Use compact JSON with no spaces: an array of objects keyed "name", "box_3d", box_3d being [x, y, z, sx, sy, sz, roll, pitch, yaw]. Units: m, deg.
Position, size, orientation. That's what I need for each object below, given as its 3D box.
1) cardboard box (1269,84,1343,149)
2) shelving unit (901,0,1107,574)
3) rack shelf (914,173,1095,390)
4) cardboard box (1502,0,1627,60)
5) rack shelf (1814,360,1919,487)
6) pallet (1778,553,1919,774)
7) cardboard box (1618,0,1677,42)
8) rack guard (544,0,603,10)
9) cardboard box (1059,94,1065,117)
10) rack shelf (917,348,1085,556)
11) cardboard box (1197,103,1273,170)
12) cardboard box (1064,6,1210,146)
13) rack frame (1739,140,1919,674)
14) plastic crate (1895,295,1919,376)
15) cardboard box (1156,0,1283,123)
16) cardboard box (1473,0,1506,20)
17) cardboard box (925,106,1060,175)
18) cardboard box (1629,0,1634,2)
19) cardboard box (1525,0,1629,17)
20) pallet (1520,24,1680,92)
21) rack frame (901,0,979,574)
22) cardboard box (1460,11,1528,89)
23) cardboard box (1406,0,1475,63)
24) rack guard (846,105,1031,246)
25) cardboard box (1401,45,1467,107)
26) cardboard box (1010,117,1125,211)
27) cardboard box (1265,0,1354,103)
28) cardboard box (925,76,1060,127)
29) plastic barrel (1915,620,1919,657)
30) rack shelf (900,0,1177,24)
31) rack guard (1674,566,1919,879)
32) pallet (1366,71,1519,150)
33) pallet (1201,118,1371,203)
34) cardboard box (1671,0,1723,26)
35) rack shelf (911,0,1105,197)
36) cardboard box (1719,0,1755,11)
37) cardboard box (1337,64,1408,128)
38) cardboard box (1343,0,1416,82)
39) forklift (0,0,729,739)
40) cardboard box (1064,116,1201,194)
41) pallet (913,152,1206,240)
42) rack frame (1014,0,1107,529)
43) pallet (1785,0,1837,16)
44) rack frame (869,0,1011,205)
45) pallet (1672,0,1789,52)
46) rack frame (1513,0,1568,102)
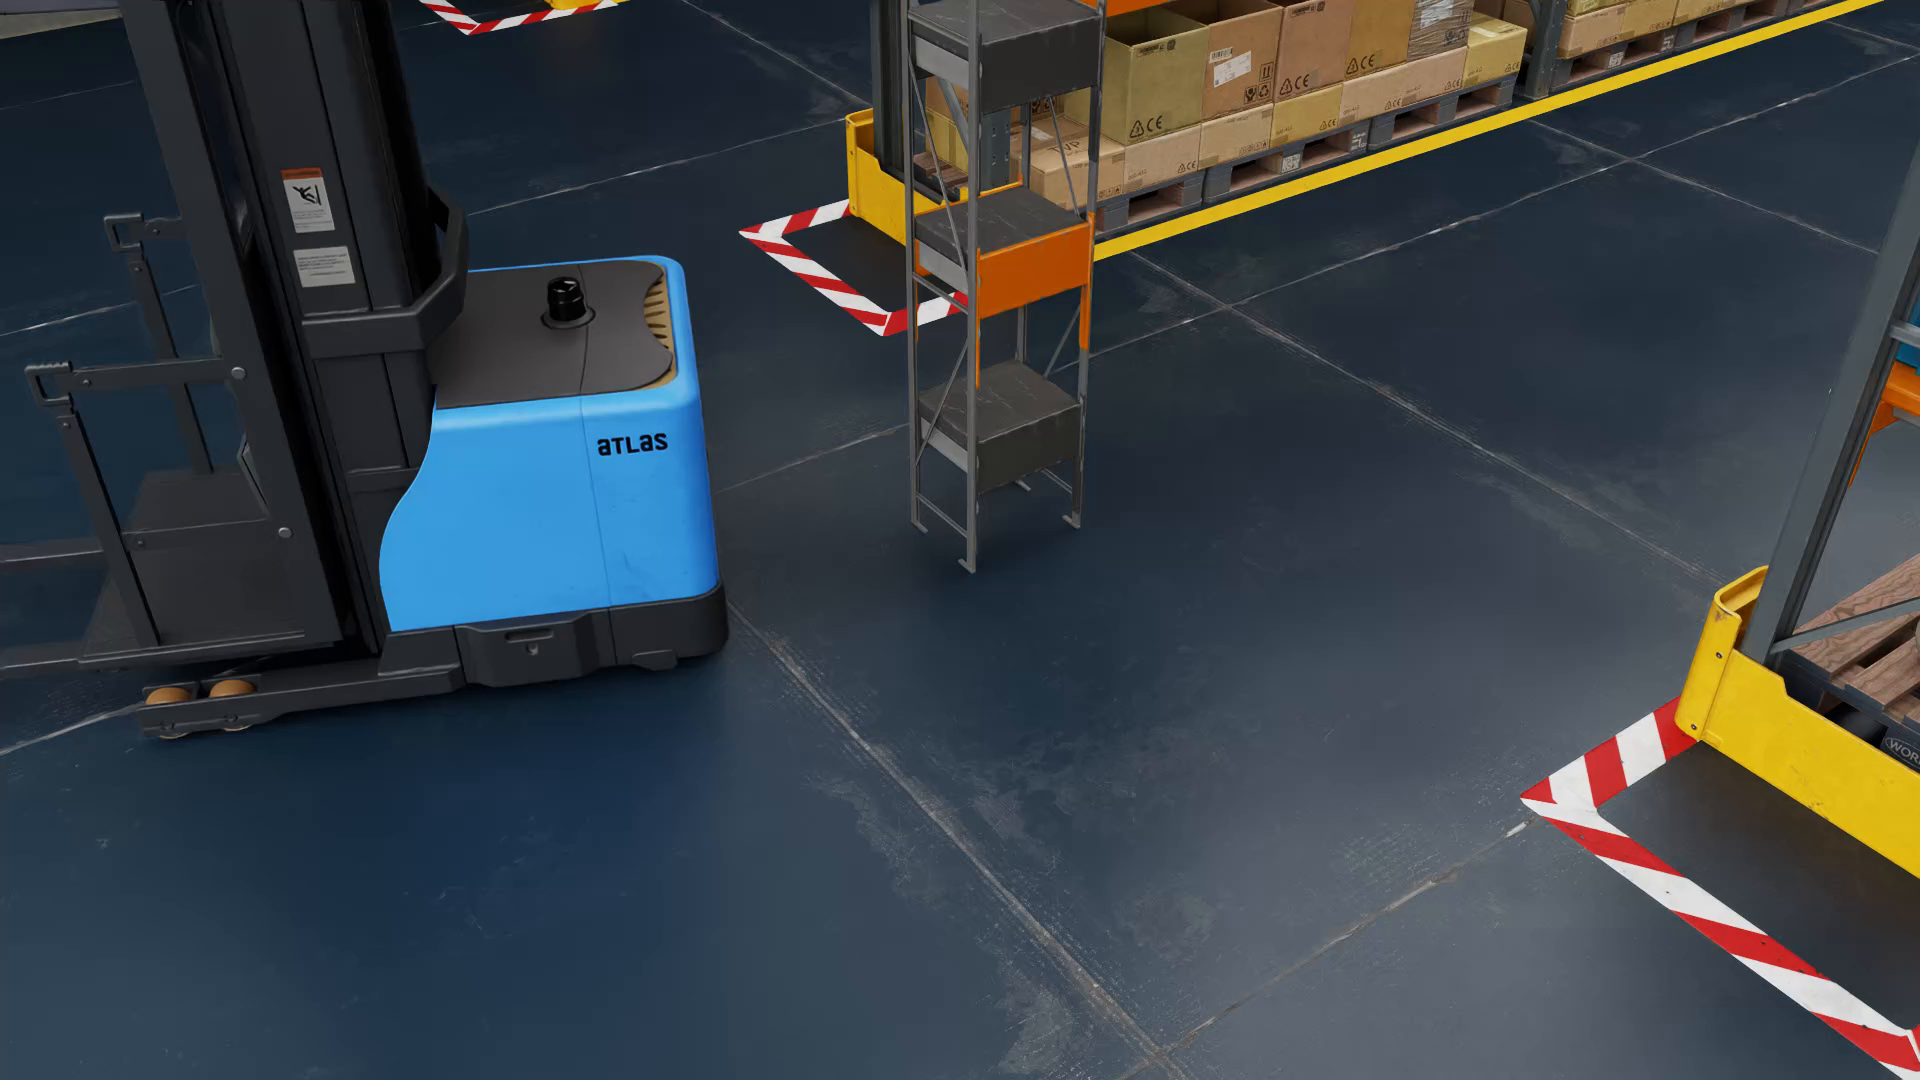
[{"name":"cardboard box","box_3d":[1.691,-2.359,8.956,0.500,0.250,0.500,-22,41,-28]},{"name":"shelving unit","box_3d":[0.135,-0.908,5.714,0.503,2.100,0.431,-22,41,-28]},{"name":"rack shelf","box_3d":[0.135,-0.897,5.722,0.480,0.518,0.431,-22,41,-28]},{"name":"cardboard box","box_3d":[3.639,-3.144,10.047,0.500,0.250,0.500,-23,42,-29]},{"name":"rack shelf","box_3d":[4.382,-0.742,5.329,4.000,0.370,1.077,-22,41,-28]},{"name":"pallet","box_3d":[3.450,0.452,5.441,1.213,0.211,1.003,-22,41,-28]},{"name":"cardboard box","box_3d":[4.058,-3.315,10.285,0.500,0.250,0.500,-21,41,-27]},{"name":"rack guard","box_3d":[-2.897,-4.100,11.523,0.348,0.500,1.175,-22,41,-28]},{"name":"cardboard box","box_3d":[0.567,-2.276,8.841,0.500,0.250,0.500,-22,41,-28]},{"name":"rack shelf","box_3d":[0.135,-0.329,6.131,0.480,0.518,0.431,-22,41,-28]},{"name":"cardboard box","box_3d":[1.279,-2.193,8.725,0.500,0.250,0.500,-22,41,-28]},{"name":"cardboard box","box_3d":[0.871,-2.329,8.272,0.500,0.500,0.500,-22,41,-28]},{"name":"rack frame","box_3d":[2.748,-0.361,4.183,0.127,3.000,1.000,-22,41,-28]},{"name":"plastic crate","box_3d":[2.984,-0.612,4.659,0.616,0.251,0.499,-22,41,-28]},{"name":"cardboard box","box_3d":[1.273,-2.503,8.514,0.500,0.500,0.500,-22,41,-28]},{"name":"cardboard box","box_3d":[3.339,-3.404,10.409,0.500,0.250,0.500,-23,42,-28]},{"name":"cardboard box","box_3d":[0.165,-2.102,8.599,0.500,0.250,0.500,-22,41,-28]},{"name":"cardboard box","box_3d":[4.060,-3.540,10.118,0.500,0.311,0.500,-23,42,-28]},{"name":"cardboard box","box_3d":[3.648,-3.374,9.887,0.500,0.311,0.500,-22,41,-28]},{"name":"pallet","box_3d":[3.747,-3.206,10.527,1.213,0.211,1.003,-22,41,-28]},{"name":"rack frame","box_3d":[-0.064,-0.826,5.600,0.015,2.100,0.400,-22,41,-28]},{"name":"cardboard box","box_3d":[2.914,-2.866,9.661,0.500,0.250,0.500,-22,41,-28]},{"name":"cardboard box","box_3d":[2.498,-3.008,9.216,0.500,0.500,0.500,-22,41,-28]},{"name":"rack guard","box_3d":[-0.122,-1.704,8.191,0.348,0.500,1.175,-22,41,-28]},{"name":"cardboard box","box_3d":[2.499,-2.702,9.434,0.500,0.250,0.500,-22,41,-28]},{"name":"cardboard box","box_3d":[0.464,-1.855,8.256,0.500,0.250,0.500,-22,41,-28]},{"name":"cardboard box","box_3d":[1.691,-2.663,8.736,0.500,0.500,0.500,-22,41,-28]},{"name":"cardboard box","box_3d":[0.164,-2.408,8.382,0.500,0.500,0.500,-22,41,-28]},{"name":"plastic barrel","box_3d":[3.242,0.220,5.146,0.421,0.512,0.421,0,36,0]},{"name":"rack shelf","box_3d":[1.532,-3.107,8.617,4.000,0.370,1.077,-22,41,-28]},{"name":"rack guard","box_3d":[2.783,0.605,4.980,0.348,0.500,1.175,-22,41,-28]},{"name":"pallet","box_3d":[2.493,-2.693,9.813,1.213,0.211,1.003,-22,41,-28]},{"name":"pallet","box_3d":[1.495,-2.280,9.239,1.213,0.211,1.003,-22,41,-28]},{"name":"cardboard box","box_3d":[4.480,-3.491,10.530,0.500,0.250,0.500,-24,42,-29]},{"name":"rack shelf","box_3d":[0.135,-1.465,5.314,0.480,0.518,0.431,-22,41,-28]},{"name":"cardboard box","box_3d":[4.896,-3.661,10.767,0.500,0.250,0.500,-22,41,-27]},{"name":"cardboard box","box_3d":[2.099,-2.527,9.190,0.500,0.250,0.500,-22,41,-28]},{"name":"cardboard box","box_3d":[2.092,-2.838,8.980,0.500,0.500,0.500,-22,41,-28]},{"name":"forklift","box_3d":[-2.357,-0.886,4.972,3.031,2.935,1.130,-6,36,-9]},{"name":"cardboard box","box_3d":[0.870,-2.025,8.492,0.500,0.250,0.500,-22,41,-28]},{"name":"pallet","box_3d":[0.498,-1.872,8.672,1.213,0.211,1.003,-22,41,-28]},{"name":"rack frame","box_3d":[0.335,-0.990,5.828,0.015,2.100,0.400,-22,41,-28]},{"name":"pallet","box_3d":[5.741,-4.027,11.669,1.213,0.211,1.003,-22,41,-28]},{"name":"rack frame","box_3d":[-0.103,-2.727,7.472,0.127,3.000,1.000,-22,41,-28]},{"name":"pallet","box_3d":[4.745,-3.619,11.101,1.213,0.211,1.003,-22,41,-28]},{"name":"rack frame","box_3d":[3.167,-4.072,9.343,0.127,3.000,1.000,-22,41,-28]}]
